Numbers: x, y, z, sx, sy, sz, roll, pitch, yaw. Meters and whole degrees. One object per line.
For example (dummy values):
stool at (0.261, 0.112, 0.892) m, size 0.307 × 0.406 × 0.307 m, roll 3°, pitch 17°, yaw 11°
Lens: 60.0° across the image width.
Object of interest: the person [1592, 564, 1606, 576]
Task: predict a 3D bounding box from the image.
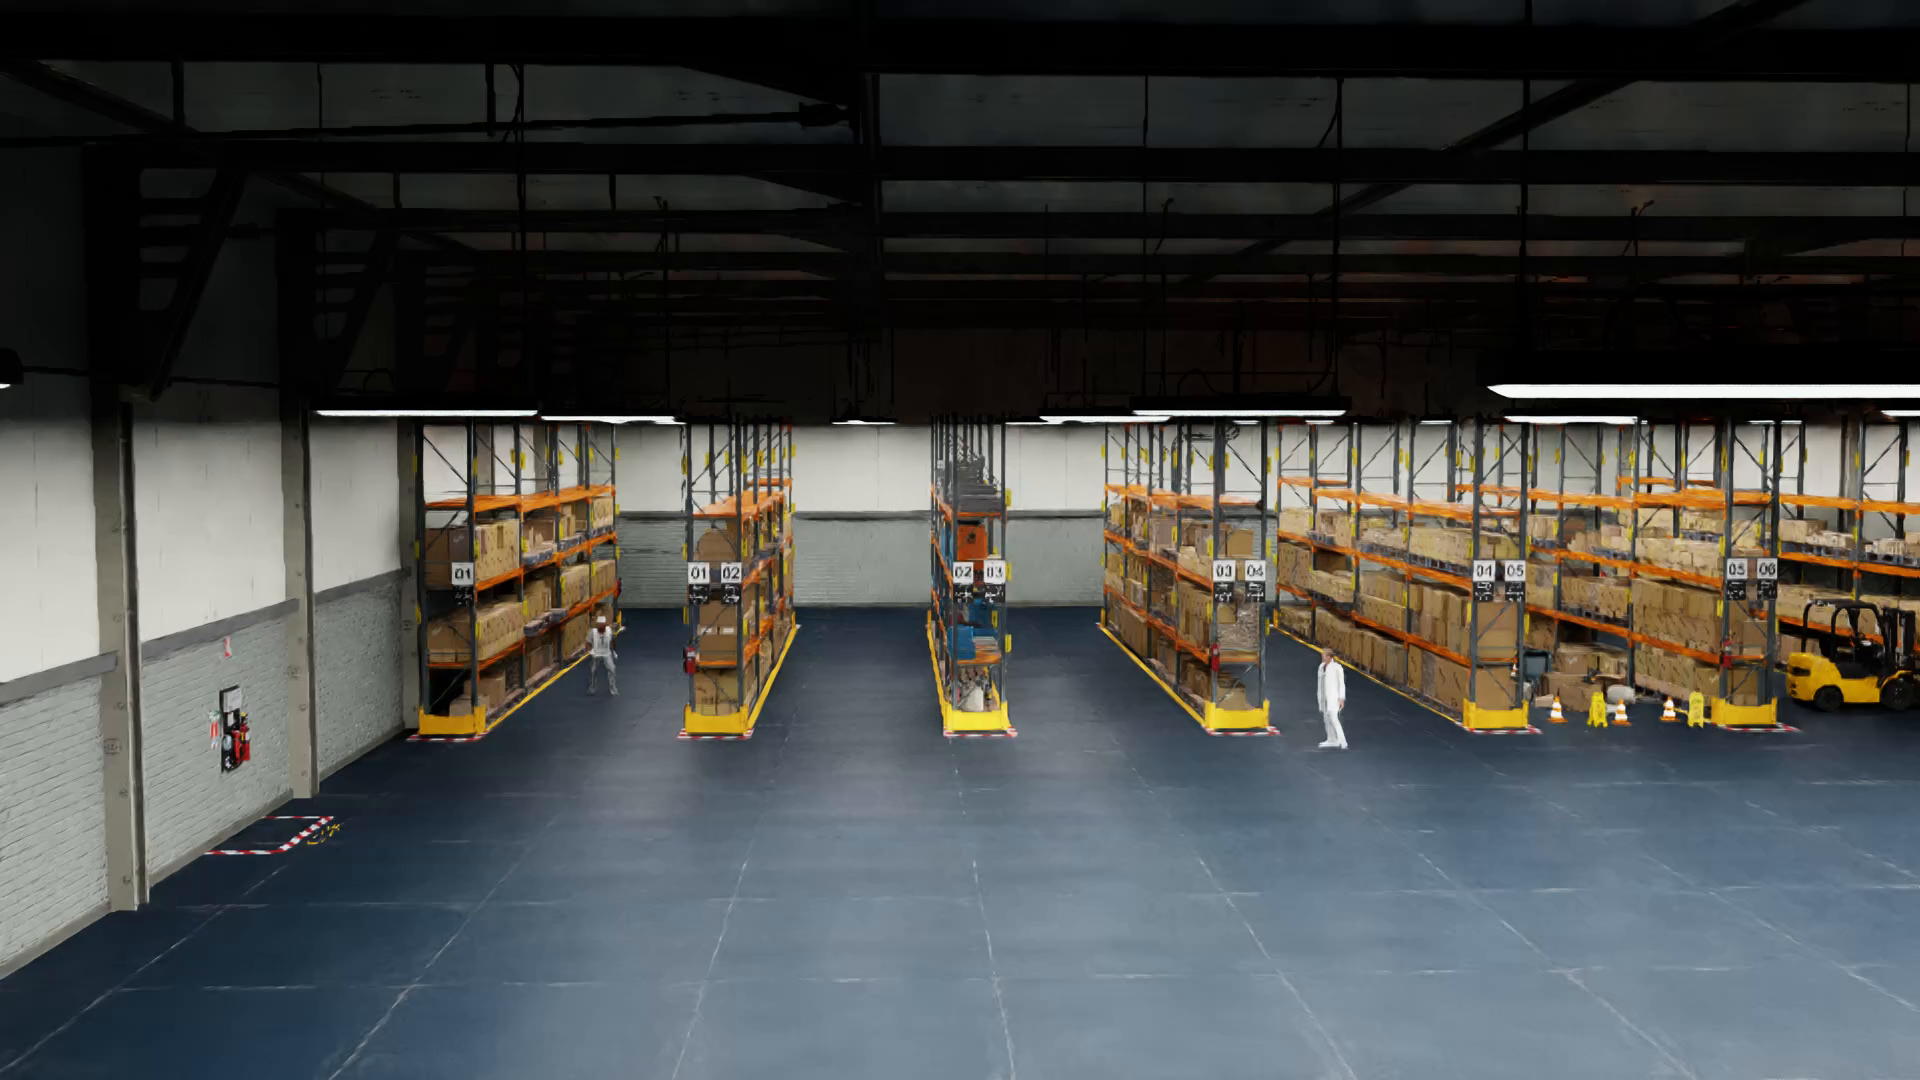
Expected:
person at (18.972, 1.518, 49.354) m, size 0.563 × 1.714 × 0.655 m, roll -2°, pitch 5°, yaw -32°

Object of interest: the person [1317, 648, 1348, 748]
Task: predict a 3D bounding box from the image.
person at (6.621, 2.810, 29.607) m, size 0.463 × 1.772 × 0.683 m, roll -2°, pitch 5°, yaw -32°

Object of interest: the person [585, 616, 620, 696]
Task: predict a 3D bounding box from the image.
person at (-7.635, 2.422, 35.364) m, size 0.682 × 1.660 × 0.844 m, roll -1°, pitch 4°, yaw -19°
